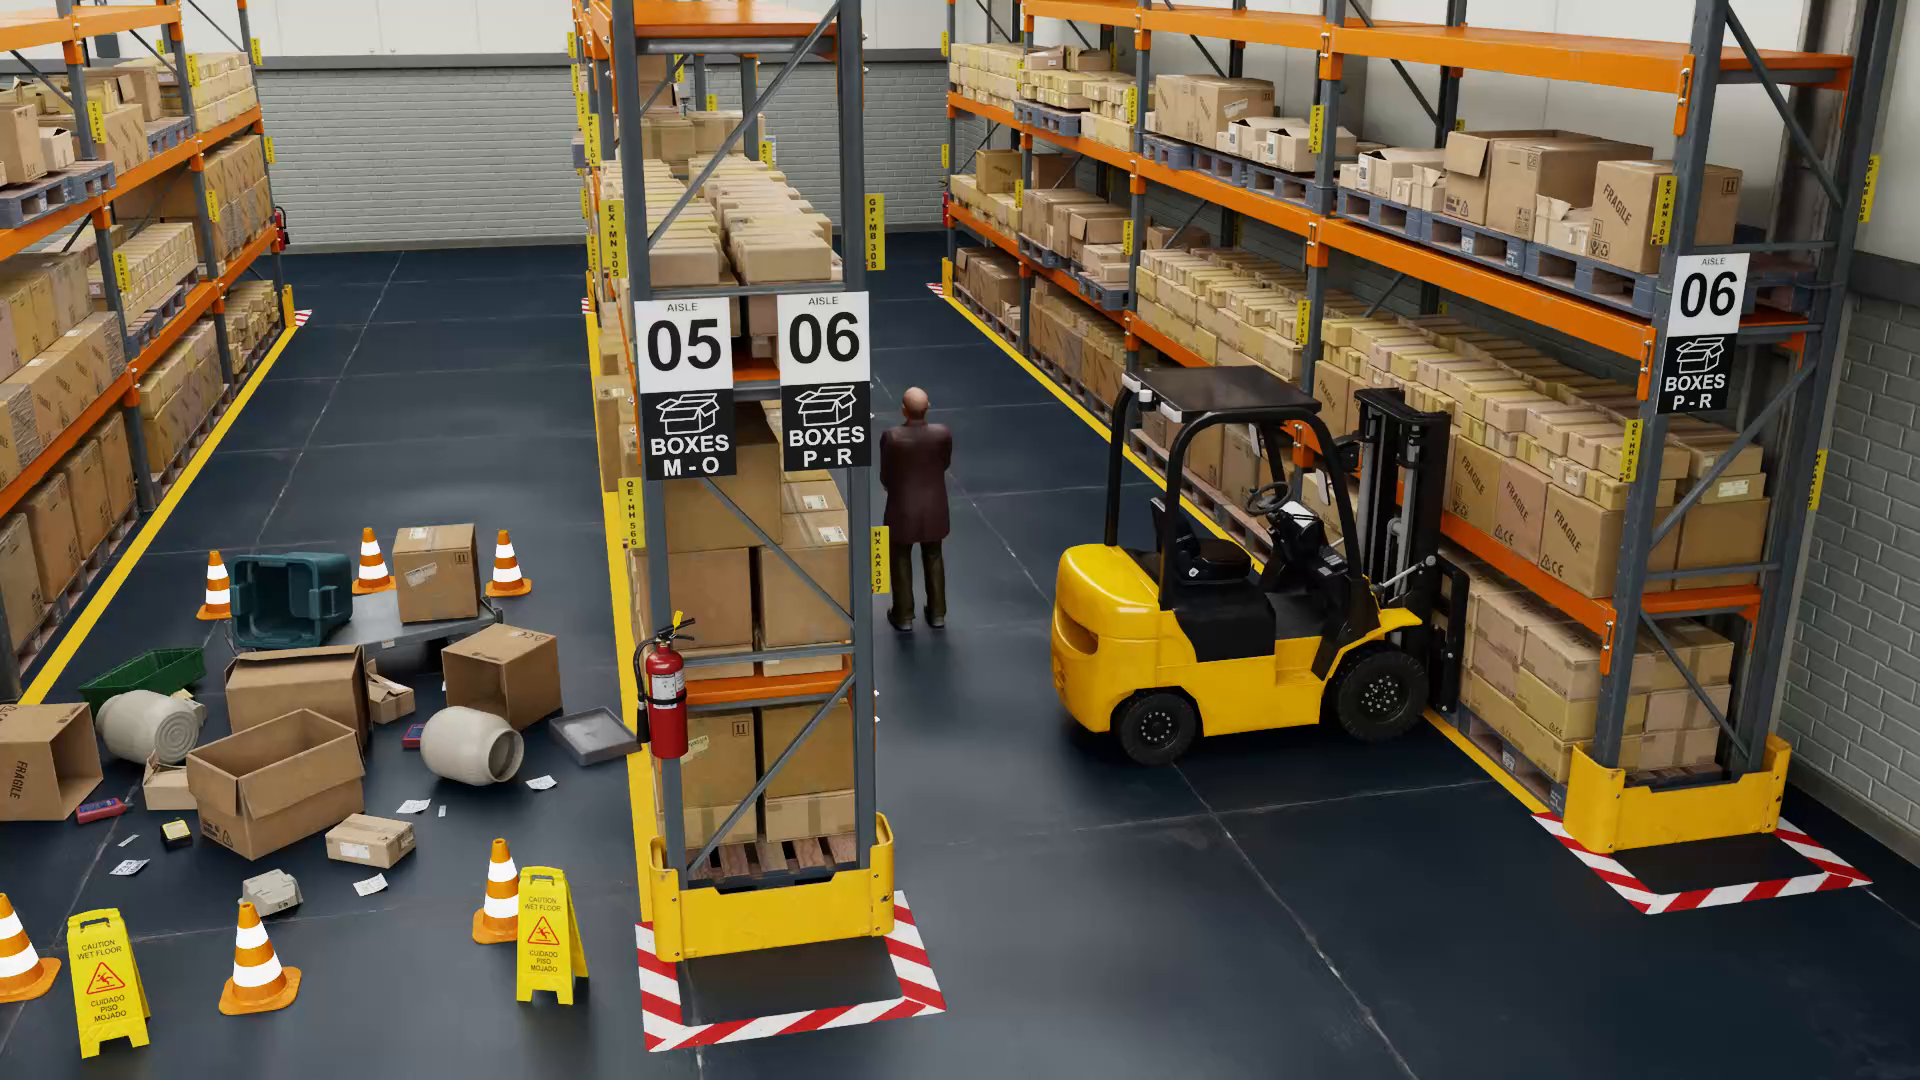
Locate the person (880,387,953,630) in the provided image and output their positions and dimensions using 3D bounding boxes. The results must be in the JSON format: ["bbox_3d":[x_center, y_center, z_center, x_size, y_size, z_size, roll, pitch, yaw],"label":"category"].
[{"bbox_3d":[-0.341,-0.266,11.856,0.530,1.769,0.563,-6,20,-15],"label":"person"}]
